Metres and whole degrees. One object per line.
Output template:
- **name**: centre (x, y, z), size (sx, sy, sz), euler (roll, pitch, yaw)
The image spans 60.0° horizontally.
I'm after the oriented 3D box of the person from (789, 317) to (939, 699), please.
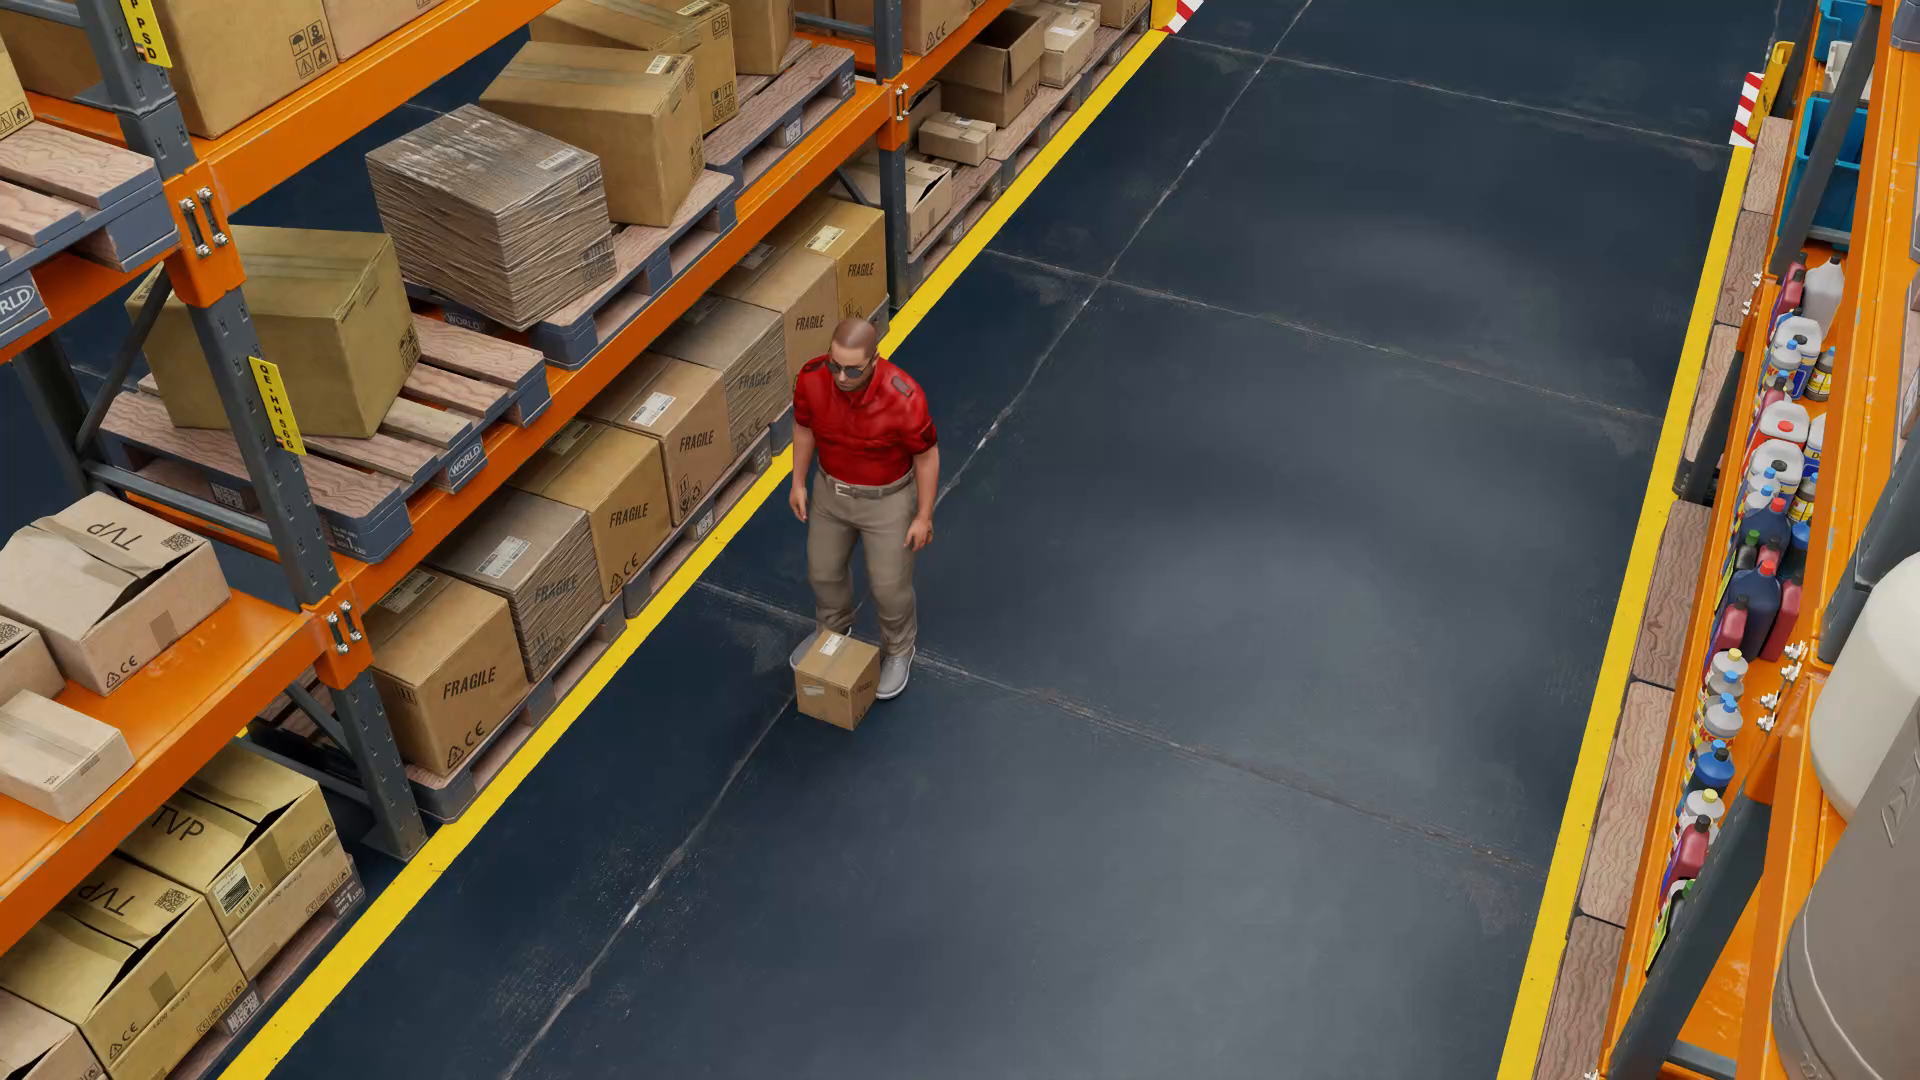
- **person**: centre (-0.376, -0.146, 6.334), size (0.604, 1.726, 0.394), euler (15, 44, 16)
